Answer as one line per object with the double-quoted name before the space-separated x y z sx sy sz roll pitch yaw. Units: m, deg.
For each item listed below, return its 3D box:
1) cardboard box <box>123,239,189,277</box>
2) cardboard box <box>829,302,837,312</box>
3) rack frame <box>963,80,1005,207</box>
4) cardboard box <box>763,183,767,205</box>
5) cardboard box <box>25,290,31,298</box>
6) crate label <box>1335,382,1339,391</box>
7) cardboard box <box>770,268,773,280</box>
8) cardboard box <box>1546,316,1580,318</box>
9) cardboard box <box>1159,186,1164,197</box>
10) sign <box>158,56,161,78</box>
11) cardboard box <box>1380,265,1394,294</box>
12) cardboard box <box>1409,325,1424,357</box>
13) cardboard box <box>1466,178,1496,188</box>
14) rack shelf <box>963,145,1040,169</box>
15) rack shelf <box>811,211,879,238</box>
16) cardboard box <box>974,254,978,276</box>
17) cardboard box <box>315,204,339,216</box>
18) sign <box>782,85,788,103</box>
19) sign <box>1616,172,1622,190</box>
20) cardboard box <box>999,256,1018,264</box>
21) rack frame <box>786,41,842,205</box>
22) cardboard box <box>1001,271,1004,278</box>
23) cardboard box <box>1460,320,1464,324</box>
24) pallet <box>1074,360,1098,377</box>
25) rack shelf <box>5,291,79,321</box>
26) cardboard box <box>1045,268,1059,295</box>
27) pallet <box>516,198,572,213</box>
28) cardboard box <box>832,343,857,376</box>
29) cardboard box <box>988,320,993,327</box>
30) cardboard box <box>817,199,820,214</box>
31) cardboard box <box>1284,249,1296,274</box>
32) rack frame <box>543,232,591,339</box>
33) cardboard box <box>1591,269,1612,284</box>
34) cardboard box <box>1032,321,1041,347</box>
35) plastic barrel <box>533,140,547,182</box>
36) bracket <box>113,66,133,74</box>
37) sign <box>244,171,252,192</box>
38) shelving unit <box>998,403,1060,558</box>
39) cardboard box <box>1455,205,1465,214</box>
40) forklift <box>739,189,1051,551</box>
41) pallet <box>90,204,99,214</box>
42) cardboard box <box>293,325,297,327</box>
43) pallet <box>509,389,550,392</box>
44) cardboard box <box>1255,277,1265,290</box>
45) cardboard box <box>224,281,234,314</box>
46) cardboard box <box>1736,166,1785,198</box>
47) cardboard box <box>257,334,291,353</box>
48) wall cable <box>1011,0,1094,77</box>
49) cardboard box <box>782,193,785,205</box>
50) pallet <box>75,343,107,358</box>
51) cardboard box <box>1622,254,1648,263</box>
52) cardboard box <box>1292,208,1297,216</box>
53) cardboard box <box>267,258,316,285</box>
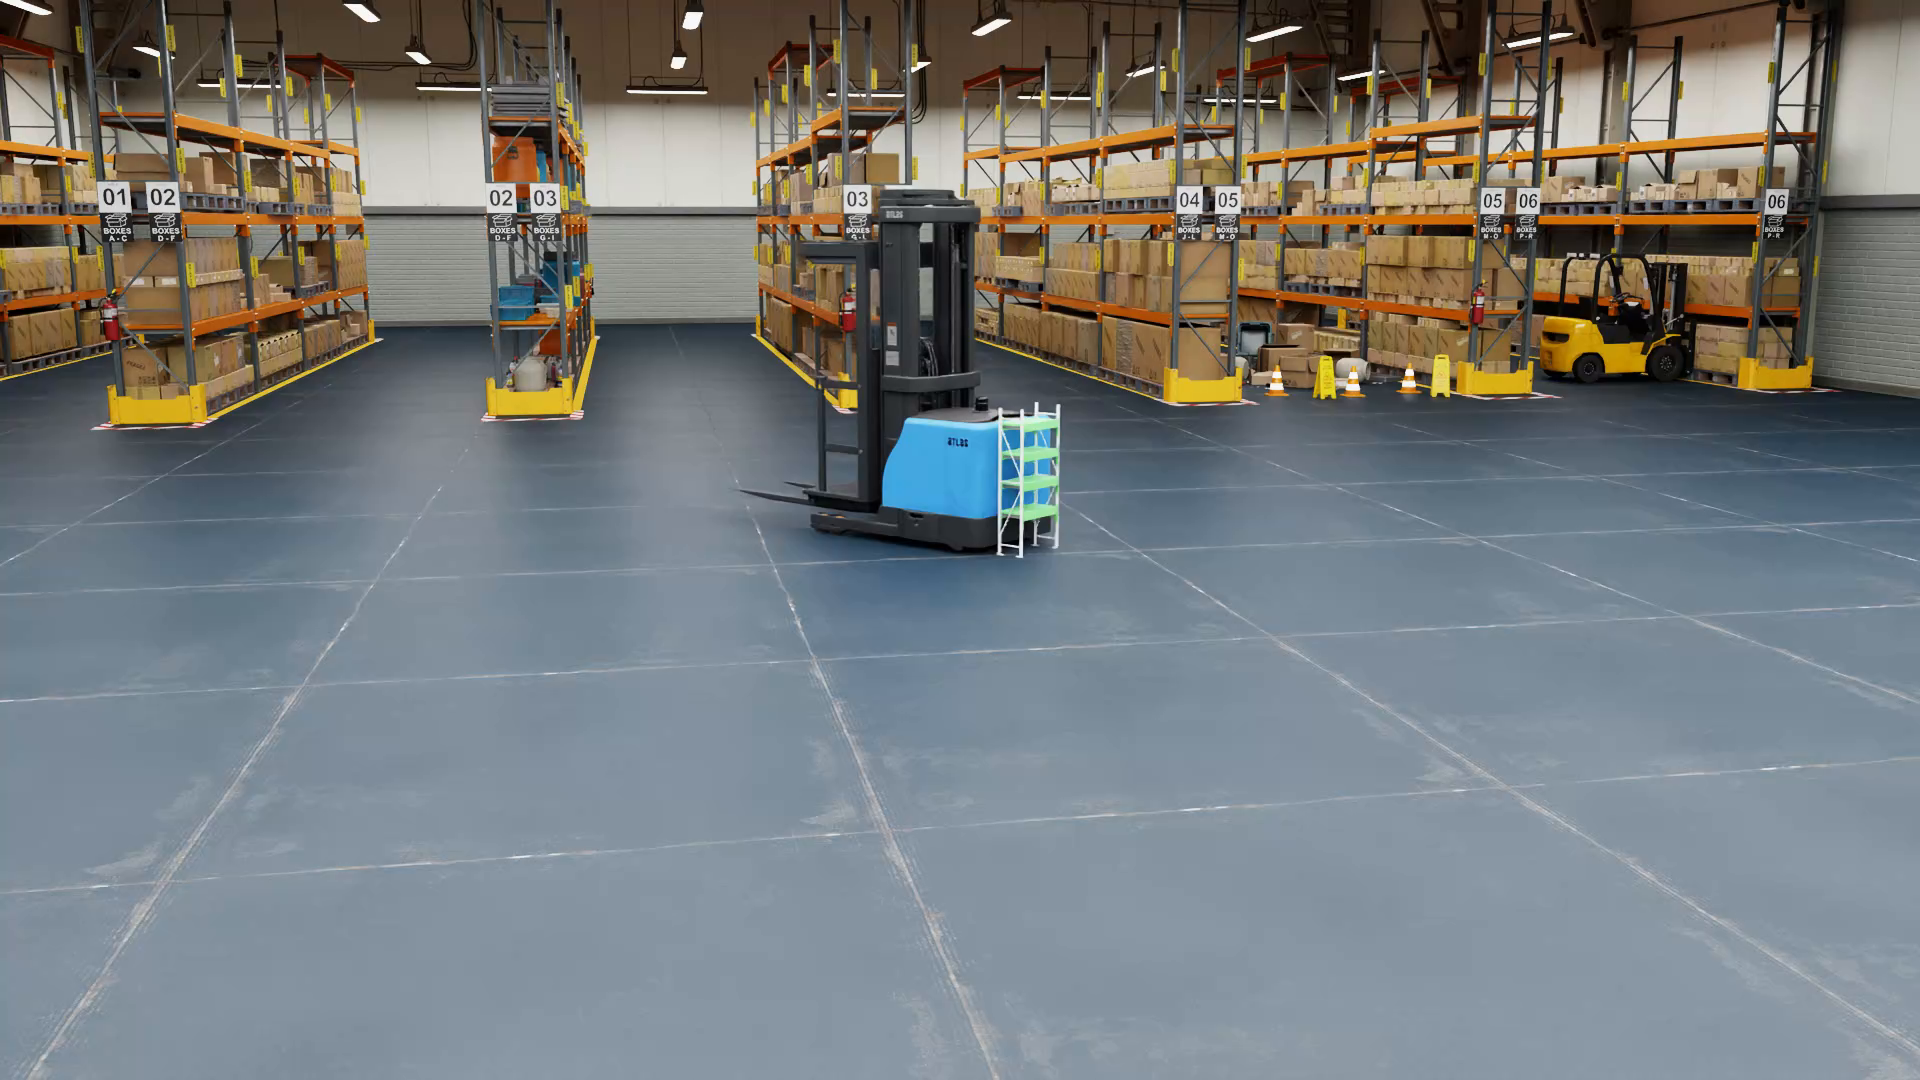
"cardboard box" -10.996 -3.868 22.758 0.700 0.500 0.500 -2 11 -11
"cardboard box" -1.842 -3.638 25.959 0.380 0.149 0.250 -2 11 -11
"rack frame" 0.584 -9.489 39.982 1.000 3.000 0.127 -2 11 -11
"cardboard box" -4.156 -7.957 38.298 0.700 0.500 0.500 -3 11 -13
"cardboard box" -17.436 -4.562 30.762 0.380 0.149 0.250 -2 11 -10
"crate label" 5.946 -2.470 26.810 0.250 0.136 0.298 -9 14 -40
"cardboard box" -3.866 -5.790 36.200 0.500 0.250 0.500 -2 11 -12
"cardboard box" 12.218 -4.136 33.131 0.875 0.625 0.625 -3 11 -13
"cardboard box" 3.250 -5.307 25.318 0.380 0.149 0.250 -2 11 -11
"sign" -12.215 -7.242 25.469 0.100 0.325 0.005 -2 11 -11
"cardboard box" 7.686 -4.552 29.029 0.500 0.500 0.500 -2 11 -11
"cardboard box" 7.924 -3.355 28.028 0.500 0.500 0.500 -2 11 -12
"cardboard box" 8.176 -5.599 26.106 0.380 0.149 0.250 -2 11 -10
"rack shelf" 0.973 -8.767 38.122 1.077 0.370 4.000 -2 11 -11
"rack shelf" -1.578 -4.932 25.989 1.077 0.370 4.000 -2 11 -11
"cardboard box" 0.612 -6.457 39.035 0.500 0.500 0.500 -2 11 -10
"cardboard box" -13.093 -6.785 34.198 0.500 0.250 0.500 -2 11 -11
"sign" -3.289 -8.375 31.211 0.100 0.325 0.005 -2 11 -11
"sign" 12.091 -6.581 30.503 0.100 0.325 0.005 -2 11 -11
"cardboard box" 1.048 -6.043 35.882 0.380 0.149 0.250 -2 11 -9
"rack frame" -2.745 -7.860 31.423 1.000 3.000 0.127 -2 11 -11
"cardboard box" 1.092 -5.705 35.697 0.380 0.149 0.250 -2 11 -11
"cardboard box" 11.240 -4.785 36.875 0.500 0.500 0.500 -3 11 -13
"pallet" 2.694 -3.110 29.969 1.003 0.211 1.213 -2 11 -11
"rack shelf" -17.710 -4.385 31.139 1.077 0.370 4.000 -2 11 -11
"cardboard box" 1.962 -5.031 32.340 0.500 0.500 0.500 -2 11 -10
"pallet" -6.112 -4.801 23.881 1.003 0.211 1.213 -2 11 -11
"cardboard box" -1.810 -2.978 27.380 0.500 0.500 0.500 1 11 7
"cardboard box" 0.855 -4.904 37.644 0.380 0.149 0.250 -3 11 -13
"cardboard box" -2.023 -5.390 26.871 0.500 0.250 0.500 -2 11 -12
"cardboard box" 6.836 -5.583 33.323 0.500 0.500 0.500 -2 11 -13
"rack frame" -9.159 -6.200 38.746 1.000 3.000 0.127 -2 11 -11
"cardboard box" 12.276 -4.973 31.366 0.500 0.250 0.500 -2 11 -12
"cardboard box" 1.755 -4.164 33.613 0.500 0.500 0.500 -2 11 -11
"plastic barrel" -6.737 -5.738 25.837 0.600 0.901 0.708 -2 11 -11
"bracket" -20.329 -11.434 40.575 0.076 0.066 3.189 -2 11 -11
"sign" -11.141 -5.606 26.011 0.100 0.325 0.005 -2 11 -11
"shelving unit" 0.564 -0.496 13.593 0.258 1.200 0.503 9 14 38
"cardboard box" 8.107 -5.255 26.435 0.380 0.149 0.250 -2 11 -11
"forklift" -0.678 -1.552 14.513 3.031 2.935 1.130 9 14 39
"pallet" -18.482 -6.909 34.690 1.003 0.211 1.213 -2 11 -11
"cardboard box" -13.084 -3.895 32.147 0.500 0.500 0.500 -3 11 -13
"pallet" -6.261 -2.057 24.437 1.003 0.211 1.213 -2 11 -11
"cardboard box" 6.508 -5.376 34.818 0.500 0.250 0.500 -2 11 -10
"cardboard box" -11.484 -3.691 25.297 0.700 0.500 0.500 -2 11 -12
"cardboard box" 13.075 -5.837 27.162 0.500 0.500 0.500 -2 11 -9
"cardboard box" -11.917 -3.409 28.816 0.500 0.311 0.500 -2 11 -11
"wall cable" 2.519 -13.610 45.593 2.355 3.000 0.029 -2 11 -11
"cardboard box" -3.398 -7.078 34.452 0.500 0.311 0.500 -3 11 -13
"pallet" -18.170 -3.878 34.007 1.003 0.211 1.213 -2 11 -11
"cardboard box" 12.393 -5.165 30.513 0.380 0.149 0.250 -2 11 -10
"cardboard box" 6.870 -6.559 33.284 0.380 0.149 0.250 -2 11 -11
"cardboard box" -12.687 -5.094 31.549 0.700 0.500 0.500 0 11 0
